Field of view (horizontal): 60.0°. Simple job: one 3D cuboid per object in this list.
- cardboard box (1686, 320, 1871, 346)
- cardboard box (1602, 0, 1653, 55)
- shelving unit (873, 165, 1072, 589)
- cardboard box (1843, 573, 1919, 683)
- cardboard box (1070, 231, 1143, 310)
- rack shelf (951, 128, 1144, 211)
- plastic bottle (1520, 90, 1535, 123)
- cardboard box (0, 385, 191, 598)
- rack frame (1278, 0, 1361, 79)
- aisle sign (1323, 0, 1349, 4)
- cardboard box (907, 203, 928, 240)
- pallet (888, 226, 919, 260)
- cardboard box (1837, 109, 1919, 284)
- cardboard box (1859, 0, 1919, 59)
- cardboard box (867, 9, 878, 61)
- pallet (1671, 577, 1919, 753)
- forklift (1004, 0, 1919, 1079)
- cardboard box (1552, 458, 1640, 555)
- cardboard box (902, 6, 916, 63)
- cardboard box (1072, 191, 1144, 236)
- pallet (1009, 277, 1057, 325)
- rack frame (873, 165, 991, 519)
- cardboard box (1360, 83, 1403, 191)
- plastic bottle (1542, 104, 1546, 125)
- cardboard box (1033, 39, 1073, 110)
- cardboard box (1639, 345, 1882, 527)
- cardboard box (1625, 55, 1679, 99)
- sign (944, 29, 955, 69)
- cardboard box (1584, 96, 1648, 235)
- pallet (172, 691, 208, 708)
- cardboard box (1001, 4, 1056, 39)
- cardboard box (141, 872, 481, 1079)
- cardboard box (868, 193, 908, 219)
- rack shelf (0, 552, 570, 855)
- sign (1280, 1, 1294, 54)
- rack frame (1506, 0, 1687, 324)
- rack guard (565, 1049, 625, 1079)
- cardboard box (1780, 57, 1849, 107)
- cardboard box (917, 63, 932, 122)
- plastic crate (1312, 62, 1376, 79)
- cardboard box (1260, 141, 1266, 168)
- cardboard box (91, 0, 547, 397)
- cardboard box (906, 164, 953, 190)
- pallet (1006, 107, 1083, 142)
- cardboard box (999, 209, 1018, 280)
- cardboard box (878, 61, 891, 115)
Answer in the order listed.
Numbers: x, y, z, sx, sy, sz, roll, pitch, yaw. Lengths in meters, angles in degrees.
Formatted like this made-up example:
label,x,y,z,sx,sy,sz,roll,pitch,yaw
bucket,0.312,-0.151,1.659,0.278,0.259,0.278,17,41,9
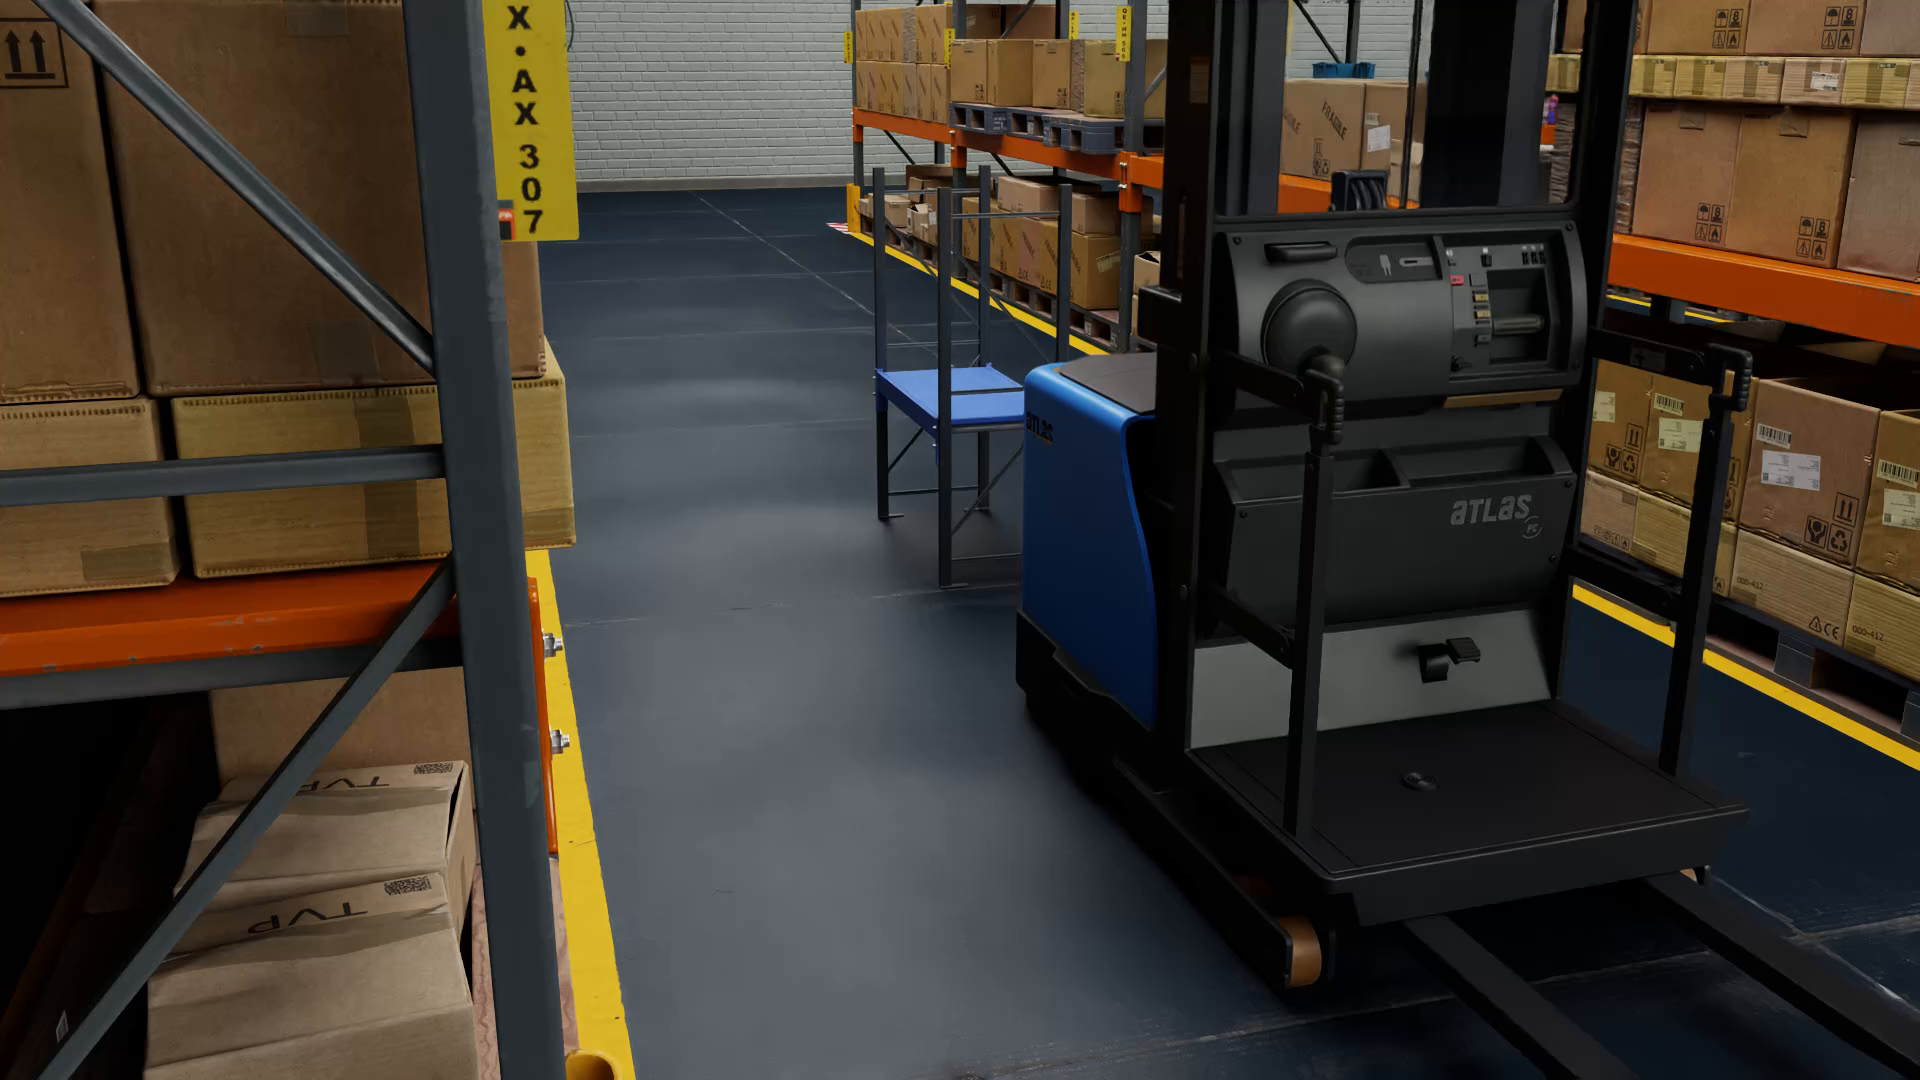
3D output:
label,x,y,z,sx,sy,sz,roll,pitch,yaw
cardboard box,3.098,-0.549,6.313,0.500,0.500,0.500,-5,17,-15
cardboard box,2.762,-2.103,6.311,0.700,0.500,0.500,-5,17,-15
shelving unit,0.023,-0.695,6.658,0.538,1.500,1.048,-5,17,-15
cardboard box,3.014,0.265,4.904,0.500,0.250,0.500,-5,17,-15
cardboard box,1.052,-1.916,11.698,0.500,0.500,0.500,-4,17,-13
rack shelf,0.985,-2.871,12.547,1.077,0.370,4.000,-5,17,-15
plastic bottle,5.060,-3.841,14.740,0.152,0.276,0.135,-5,17,-15
cardboard box,-1.344,-0.109,2.326,0.500,0.250,0.500,-4,17,-14
rack frame,4.100,-5.266,19.269,1.000,3.000,0.127,-5,17,-15
aisle sign,4.362,-6.554,19.039,0.394,0.787,0.004,-5,17,-15
cardboard box,-0.200,-3.035,15.750,0.500,0.311,0.500,-5,17,-15
pallet,-0.091,-2.962,16.445,1.003,0.211,1.213,-5,17,-15
cardboard box,3.189,-1.056,5.079,0.700,0.500,0.500,-4,17,-14
cardboard box,3.176,-1.687,4.924,0.700,0.500,0.500,-5,17,-15
cardboard box,-0.645,-5.115,16.853,0.500,0.500,0.500,-5,17,-15
pallet,3.151,0.341,5.451,1.003,0.211,1.213,-5,17,-15
forklift,1.081,-0.574,3.768,1.130,2.935,3.031,-5,18,-17
cardboard box,2.602,-0.149,6.285,0.500,0.250,0.500,-5,17,-15
cardboard box,-0.234,-4.696,15.460,0.500,0.500,0.500,-5,17,-15
cardboard box,1.032,-2.291,11.641,0.500,0.250,0.500,-4,17,-13
pallet,1.034,-1.873,12.822,1.003,0.211,1.213,-5,17,-15
rack frame,-0.116,-0.835,7.126,0.500,1.500,0.032,-5,17,-15
cardboard box,2.294,-1.964,8.101,0.500,0.500,0.500,-3,17,-11
plastic bottle,5.119,-3.717,14.458,0.097,0.201,0.097,0,17,0
cardboard box,0.980,-3.534,12.600,0.700,0.500,0.500,-10,19,-29
cardboard box,2.735,-0.370,5.716,0.500,0.500,0.500,-5,17,-15
cardboard box,2.663,-1.684,6.044,0.380,0.149,0.250,-5,17,-17
sign,-0.084,-4.139,14.011,0.100,0.325,0.005,-5,17,-15
cardboard box,2.762,-1.482,6.497,0.700,0.500,0.500,-5,17,-17
pallet,-1.910,0.355,5.403,1.003,0.211,1.213,-5,17,-15
cardboard box,0.576,-4.448,14.635,0.500,0.500,0.500,-4,17,-14
cardboard box,-1.132,0.821,2.912,0.500,0.311,0.500,-7,18,-22
cardboard box,-0.650,-3.458,17.265,0.500,0.250,0.500,-5,17,-15
rack shelf,-1.578,-0.266,3.873,1.077,0.370,4.000,-5,17,-15
sign,2.067,-3.262,10.585,0.100,0.325,0.005,-5,17,-15
rack frame,2.634,-1.556,6.919,1.000,3.000,0.127,-5,17,-15
rack guard,-1.050,1.119,2.358,1.175,0.500,0.348,-5,17,-15
cardboard box,2.880,-1.469,5.327,0.380,0.149,0.250,-5,17,-17
cardboard box,-0.092,-4.077,15.138,0.500,0.500,0.500,-4,17,-14
plastic crate,4.371,-5.234,18.996,0.616,0.435,0.499,-5,17,-15
cardboard box,1.939,-2.194,9.479,0.380,0.149,0.250,-3,17,-11
cardboard box,-0.871,-0.510,2.358,0.500,0.500,0.500,-5,17,-15
cardboard box,-0.278,-3.758,17.829,0.500,0.500,0.500,-5,17,-15
pallet,0.996,-3.108,12.419,1.003,0.211,1.213,-5,17,-15
cardboard box,0.621,-2.344,13.122,0.500,0.500,0.500,-4,17,-15
cardboard box,-0.514,-4.498,16.540,0.500,0.500,0.500,-5,17,-15
